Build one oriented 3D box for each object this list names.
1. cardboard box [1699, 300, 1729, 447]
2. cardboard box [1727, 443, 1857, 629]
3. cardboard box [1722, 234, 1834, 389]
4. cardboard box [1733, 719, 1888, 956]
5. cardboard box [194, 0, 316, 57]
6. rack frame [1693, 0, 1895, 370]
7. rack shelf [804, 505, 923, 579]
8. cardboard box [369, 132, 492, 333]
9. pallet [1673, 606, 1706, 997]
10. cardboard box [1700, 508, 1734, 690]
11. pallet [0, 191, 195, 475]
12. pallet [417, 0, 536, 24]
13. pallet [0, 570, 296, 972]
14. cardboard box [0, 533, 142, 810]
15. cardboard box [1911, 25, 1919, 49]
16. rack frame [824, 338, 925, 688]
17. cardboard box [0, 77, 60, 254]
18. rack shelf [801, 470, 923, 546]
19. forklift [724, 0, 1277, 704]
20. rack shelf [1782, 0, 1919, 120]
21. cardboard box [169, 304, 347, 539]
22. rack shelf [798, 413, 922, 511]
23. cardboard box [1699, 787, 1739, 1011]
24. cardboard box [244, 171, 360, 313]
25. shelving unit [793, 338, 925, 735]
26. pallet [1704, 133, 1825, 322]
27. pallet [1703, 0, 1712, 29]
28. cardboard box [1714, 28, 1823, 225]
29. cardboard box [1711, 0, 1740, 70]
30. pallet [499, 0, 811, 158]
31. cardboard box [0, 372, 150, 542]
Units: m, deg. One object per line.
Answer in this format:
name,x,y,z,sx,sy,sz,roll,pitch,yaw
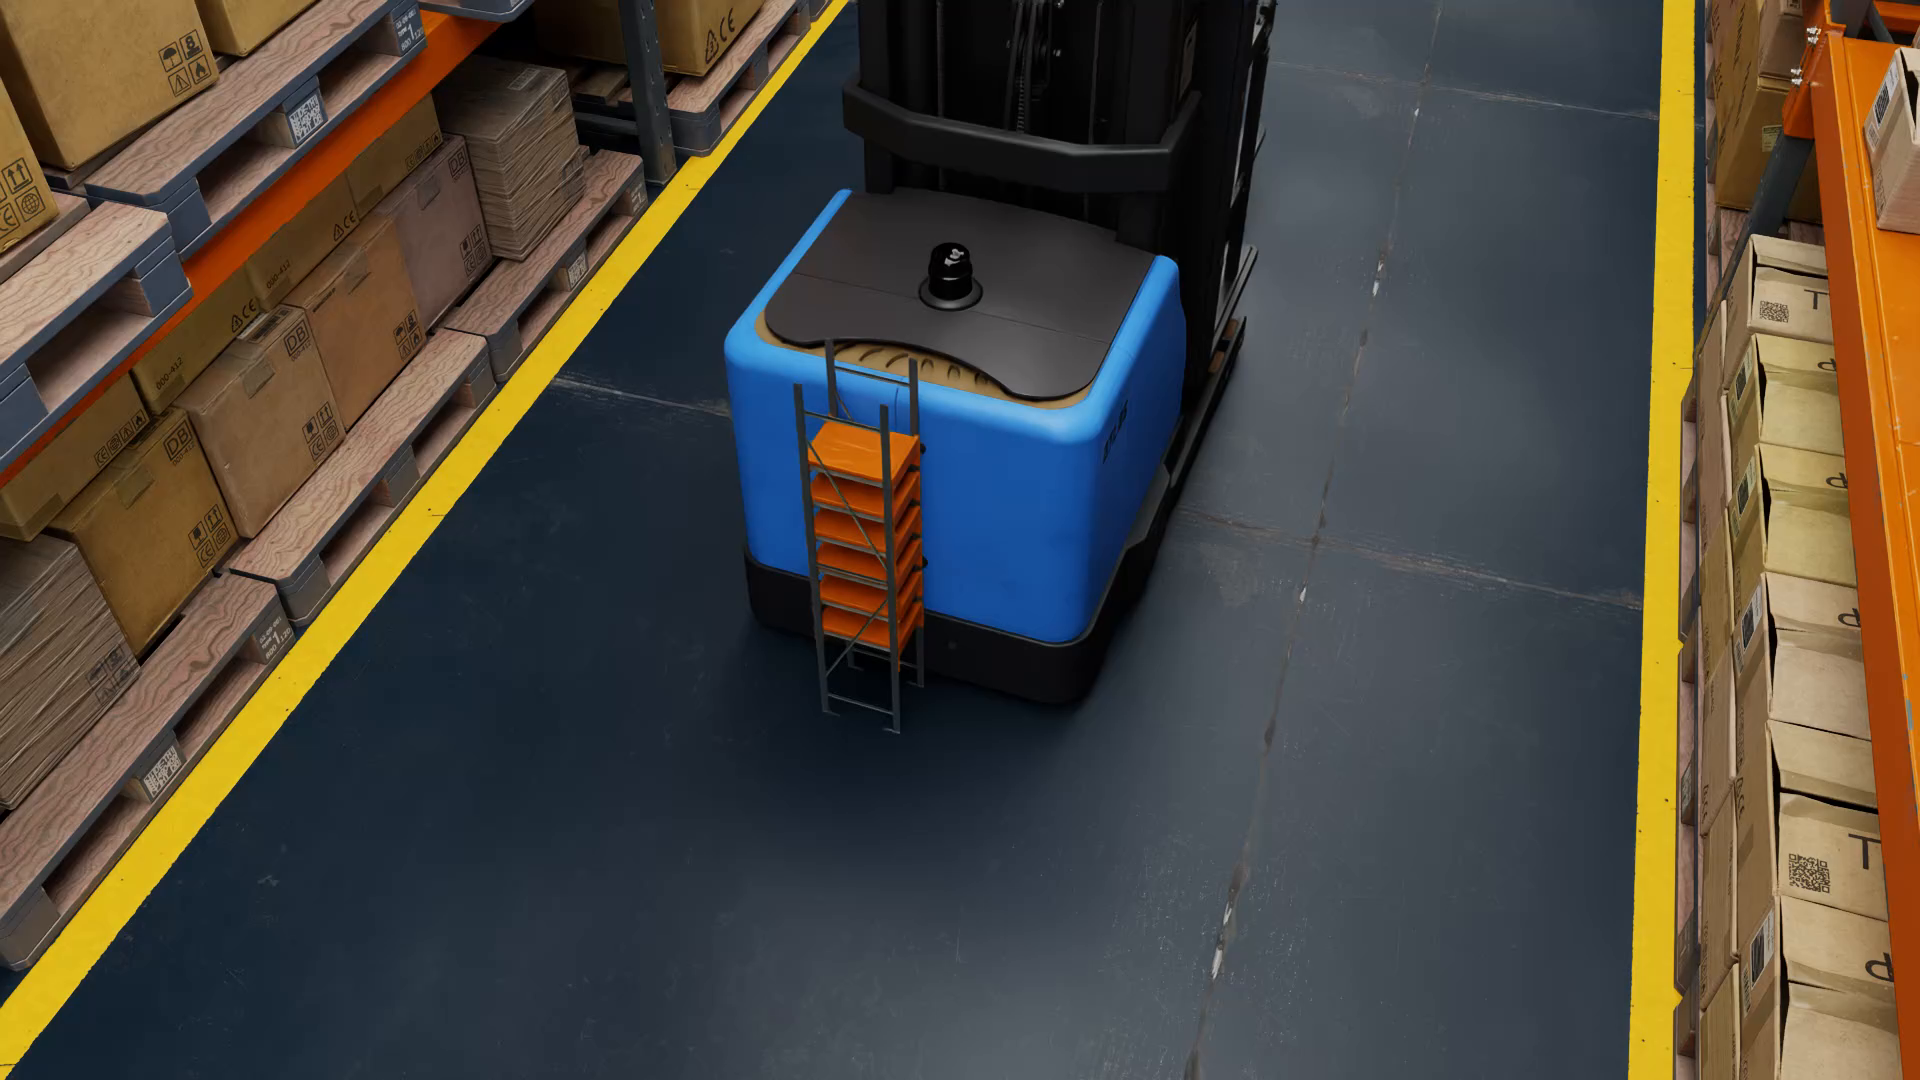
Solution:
cardboard box,2.636,-0.475,5.256,0.500,0.250,0.500,12,46,12
cardboard box,2.328,0.016,4.354,0.500,0.311,0.500,11,46,11
cardboard box,2.636,-0.675,5.060,0.500,0.311,0.500,14,46,14
cardboard box,2.018,0.693,3.662,0.500,0.311,0.500,12,46,12
cardboard box,-2.136,-1.684,4.440,0.700,0.500,0.500,13,46,13
rack frame,3.075,-1.595,4.735,1.000,3.000,0.127,13,46,13
rack shelf,-0.248,-0.024,4.309,0.258,0.103,0.180,15,46,14
cardboard box,-2.083,-1.095,5.697,0.700,0.500,0.500,12,46,12
pallet,2.417,0.753,4.329,1.003,0.211,1.213,13,46,13
cardboard box,2.333,0.208,4.558,0.500,0.250,0.500,11,46,11
pallet,-2.489,-0.385,3.636,1.003,0.211,1.213,13,46,13
pallet,-1.762,-2.075,5.363,1.213,0.211,1.003,13,46,13
pallet,-2.625,0.502,4.586,1.003,0.211,1.213,13,46,13
cardboard box,-2.652,0.267,4.305,0.700,0.500,0.500,14,46,14
cardboard box,2.923,-1.329,4.528,0.500,0.311,0.500,15,46,15
rack frame,-0.215,-0.030,4.423,0.240,1.200,0.006,15,46,14
cardboard box,-2.496,-0.871,3.609,0.700,0.500,0.500,17,47,17
rack shelf,-0.248,-0.110,4.225,0.258,0.103,0.180,15,46,14
forklift,0.366,-1.634,4.825,1.130,2.935,3.031,15,46,14
rack shelf,3.680,-2.671,6.349,1.077,0.370,4.000,13,46,13
cardboard box,-2.350,-0.420,5.007,0.700,0.500,0.500,13,46,13
rack shelf,-0.248,-0.196,4.141,0.258,0.103,0.180,15,46,14
cardboard box,2.022,0.889,3.863,0.500,0.250,0.500,13,46,13
cardboard box,-2.199,-0.972,5.035,0.500,0.250,0.500,12,46,12
shelving unit,-0.248,0.030,4.362,0.258,1.200,0.189,15,46,14
pallet,3.337,-1.088,6.210,1.003,0.211,1.213,13,46,13
pallet,4.076,-2.714,7.873,1.003,0.211,1.213,13,46,13
cardboard box,3.134,-1.532,6.143,0.500,0.500,0.500,14,46,14
cardboard box,3.444,-2.227,6.854,0.500,0.500,0.500,11,45,11
pallet,-1.337,-2.154,7.300,1.003,0.211,1.213,13,46,13
cardboard box,-2.522,-0.295,4.344,0.500,0.250,0.500,12,46,12
